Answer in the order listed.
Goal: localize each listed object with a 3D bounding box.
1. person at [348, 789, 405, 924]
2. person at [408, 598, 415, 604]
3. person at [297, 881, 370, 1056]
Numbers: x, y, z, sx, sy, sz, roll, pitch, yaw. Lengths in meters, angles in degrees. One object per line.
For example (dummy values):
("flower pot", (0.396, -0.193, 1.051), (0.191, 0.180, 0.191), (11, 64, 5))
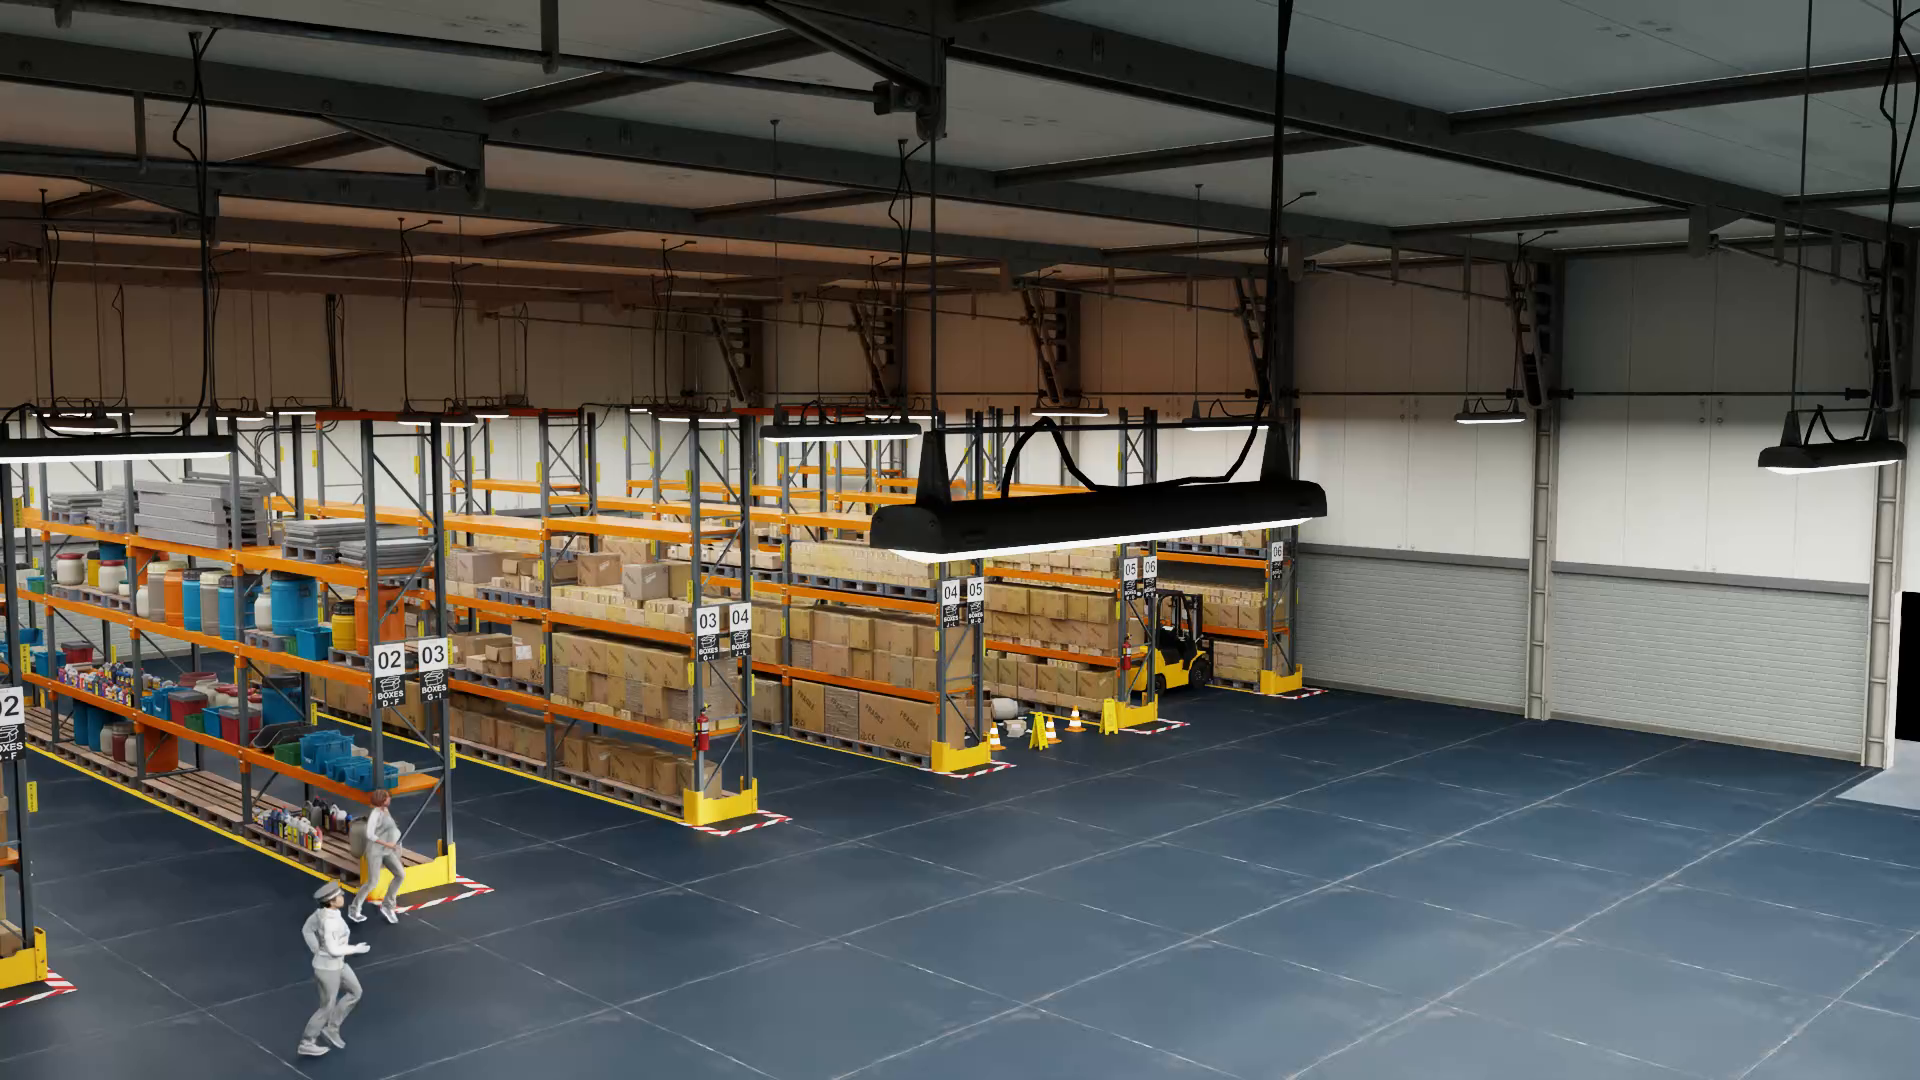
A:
("person", (-6.978, 3.784, 19.977), (0.624, 1.597, 0.604), (1, 5, 6))
("person", (-12.582, 2.131, 38.044), (0.663, 1.629, 0.879), (-1, 5, -15))
("person", (-5.992, 4.087, 15.886), (0.683, 1.686, 0.579), (-2, 5, -21))
